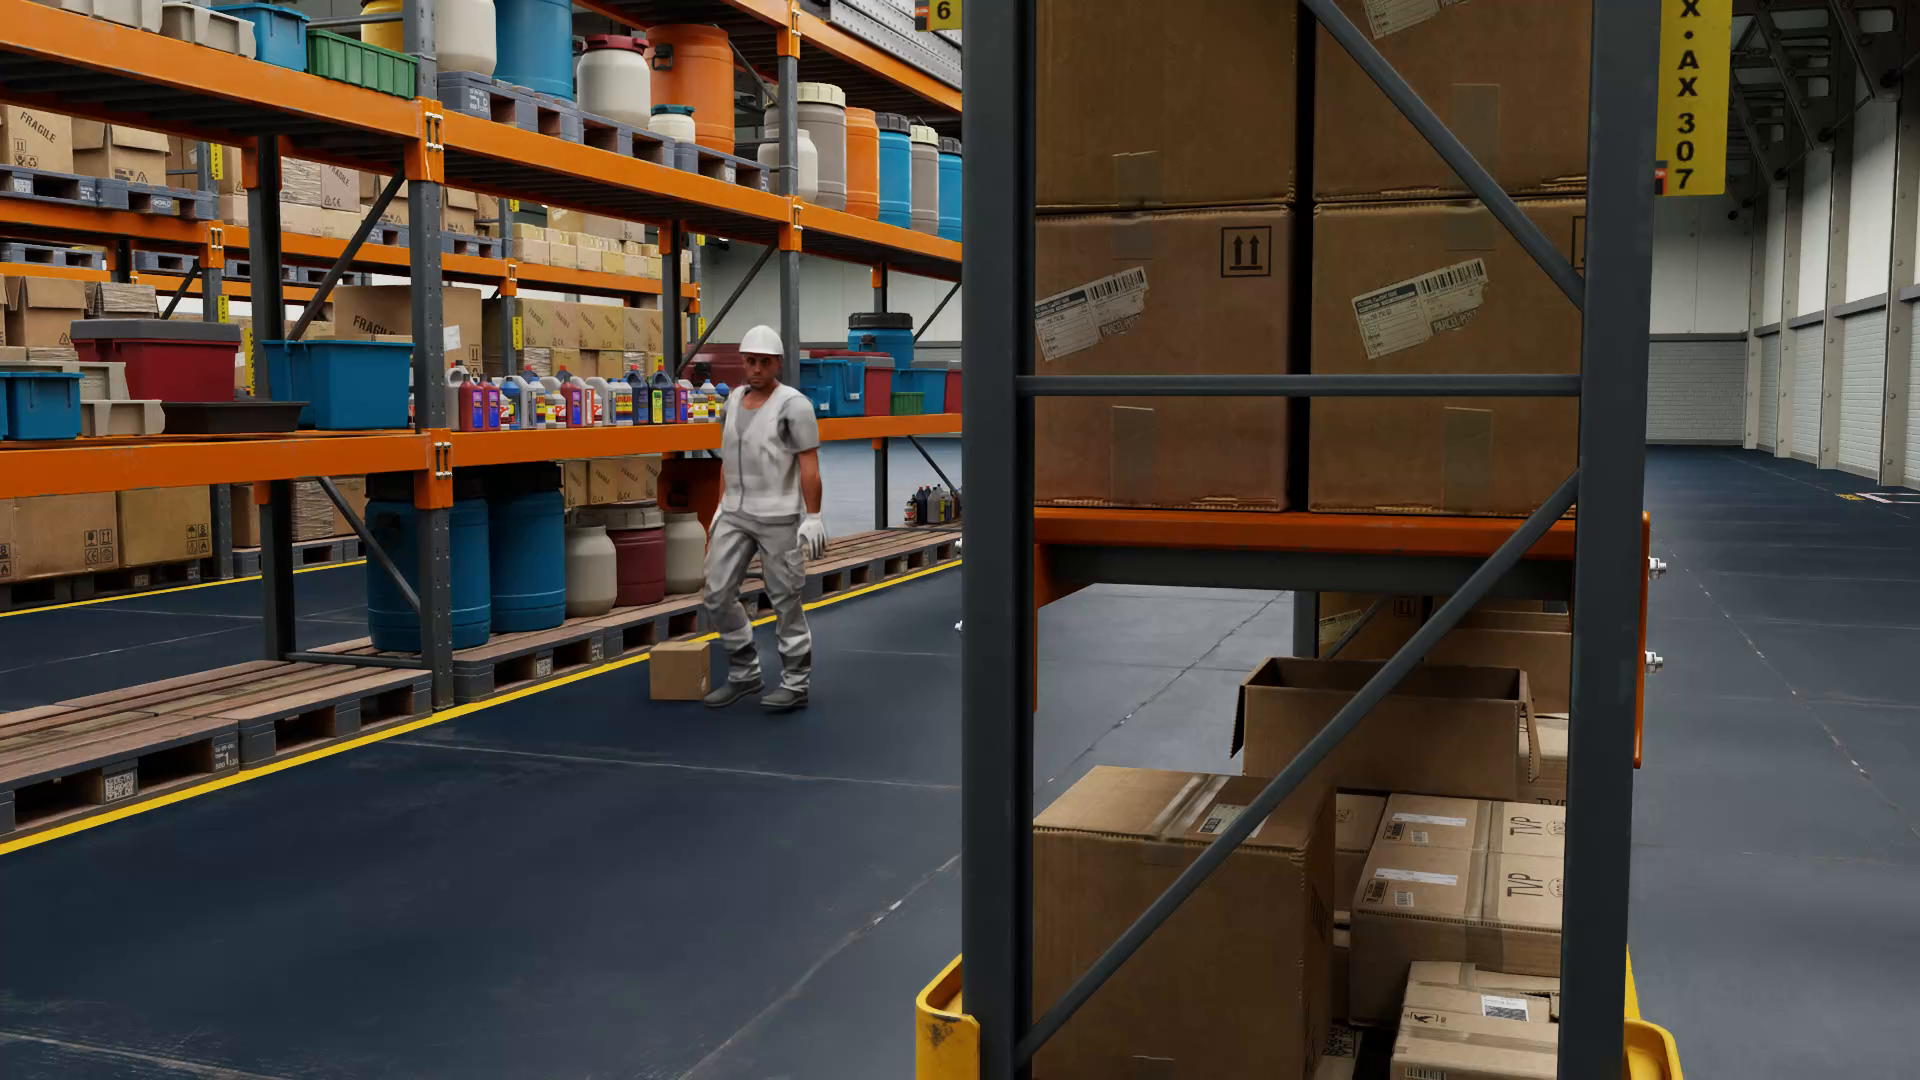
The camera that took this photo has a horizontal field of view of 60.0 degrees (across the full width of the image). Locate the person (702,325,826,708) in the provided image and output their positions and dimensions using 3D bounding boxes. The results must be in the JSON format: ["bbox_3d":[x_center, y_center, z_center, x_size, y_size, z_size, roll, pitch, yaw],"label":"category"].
[{"bbox_3d":[-0.895,-0.091,7.692,0.647,1.784,0.474,3,6,33],"label":"person"}]
